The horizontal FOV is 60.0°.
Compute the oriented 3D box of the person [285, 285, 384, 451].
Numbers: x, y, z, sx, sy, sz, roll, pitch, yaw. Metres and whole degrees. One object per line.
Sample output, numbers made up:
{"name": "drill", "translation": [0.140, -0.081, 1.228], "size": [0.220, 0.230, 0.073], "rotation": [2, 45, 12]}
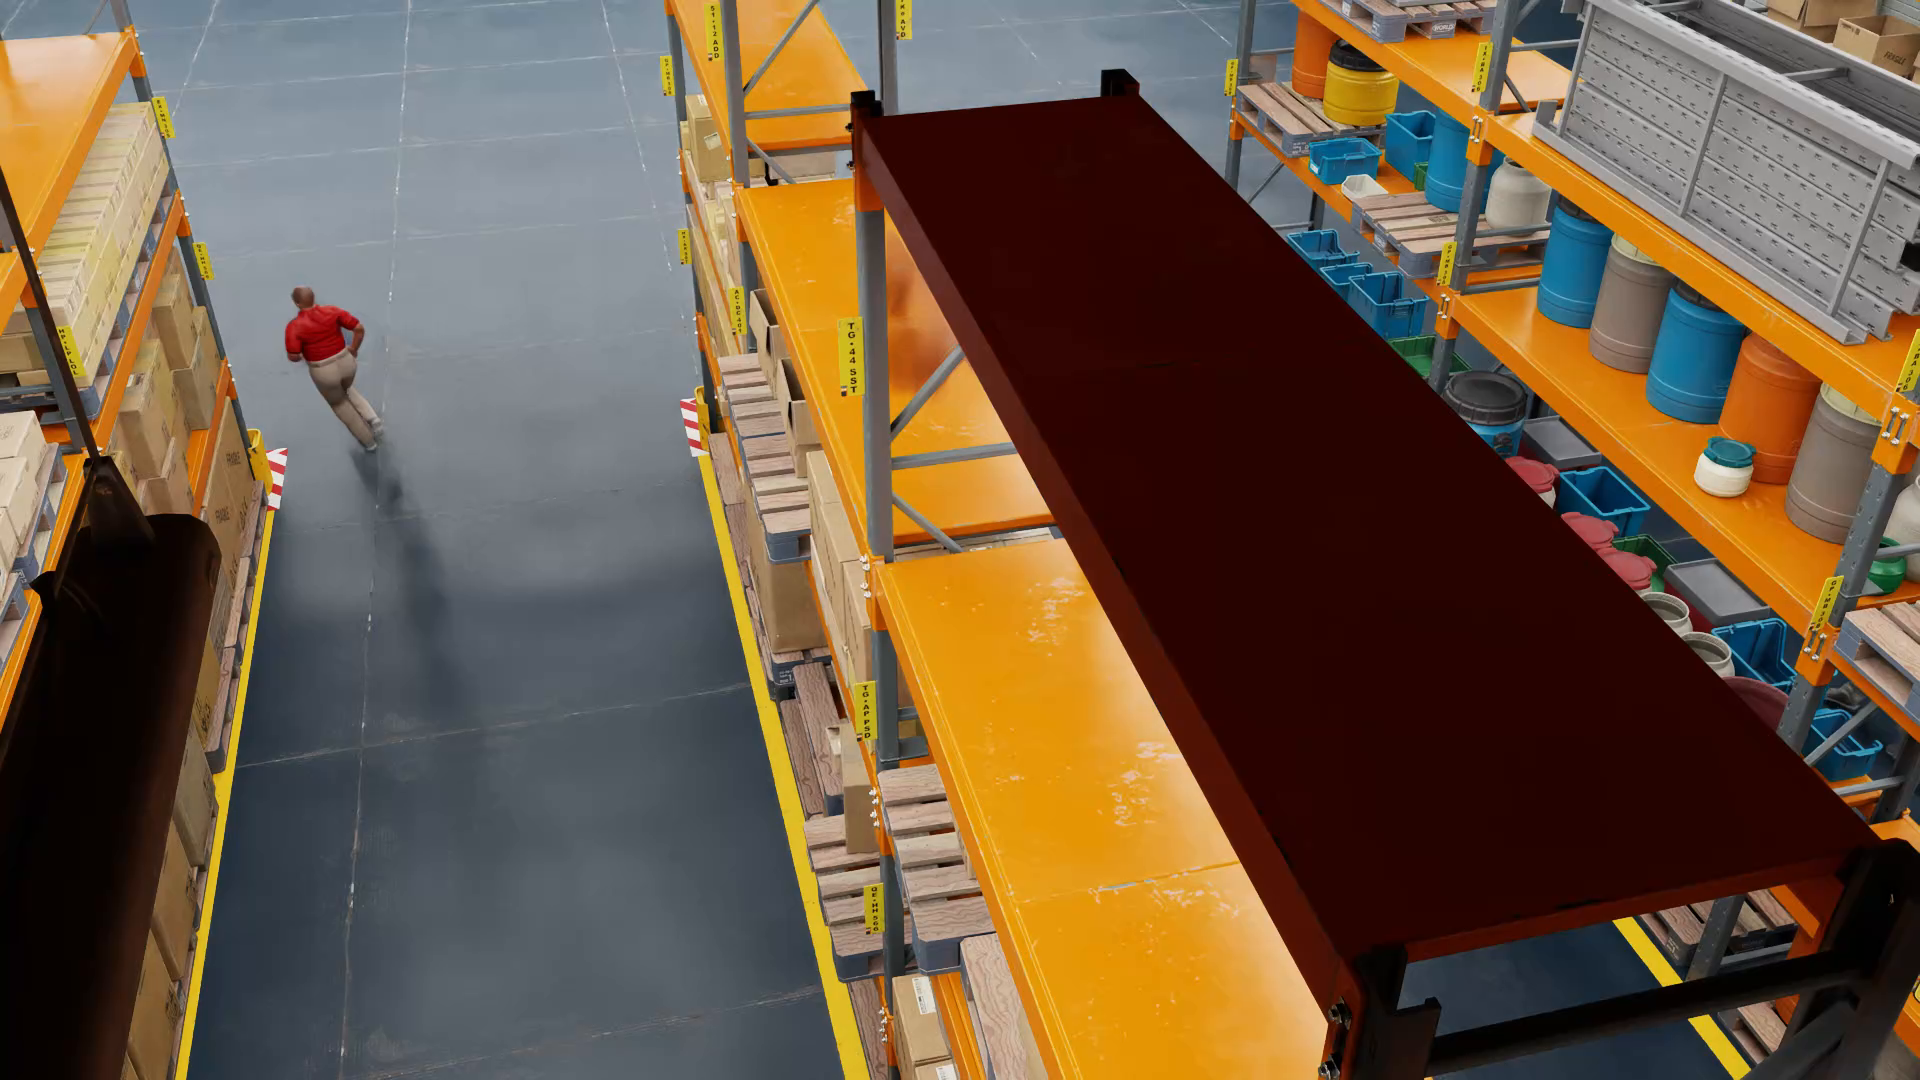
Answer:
{"name": "person", "translation": [-5.663, -1.535, 14.867], "size": [0.553, 1.692, 0.669], "rotation": [26, 42, 32]}

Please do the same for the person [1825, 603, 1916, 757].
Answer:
{"name": "person", "translation": [6.560, 0.645, 11.544], "size": [0.662, 1.768, 0.968], "rotation": [-16, 38, -22]}
